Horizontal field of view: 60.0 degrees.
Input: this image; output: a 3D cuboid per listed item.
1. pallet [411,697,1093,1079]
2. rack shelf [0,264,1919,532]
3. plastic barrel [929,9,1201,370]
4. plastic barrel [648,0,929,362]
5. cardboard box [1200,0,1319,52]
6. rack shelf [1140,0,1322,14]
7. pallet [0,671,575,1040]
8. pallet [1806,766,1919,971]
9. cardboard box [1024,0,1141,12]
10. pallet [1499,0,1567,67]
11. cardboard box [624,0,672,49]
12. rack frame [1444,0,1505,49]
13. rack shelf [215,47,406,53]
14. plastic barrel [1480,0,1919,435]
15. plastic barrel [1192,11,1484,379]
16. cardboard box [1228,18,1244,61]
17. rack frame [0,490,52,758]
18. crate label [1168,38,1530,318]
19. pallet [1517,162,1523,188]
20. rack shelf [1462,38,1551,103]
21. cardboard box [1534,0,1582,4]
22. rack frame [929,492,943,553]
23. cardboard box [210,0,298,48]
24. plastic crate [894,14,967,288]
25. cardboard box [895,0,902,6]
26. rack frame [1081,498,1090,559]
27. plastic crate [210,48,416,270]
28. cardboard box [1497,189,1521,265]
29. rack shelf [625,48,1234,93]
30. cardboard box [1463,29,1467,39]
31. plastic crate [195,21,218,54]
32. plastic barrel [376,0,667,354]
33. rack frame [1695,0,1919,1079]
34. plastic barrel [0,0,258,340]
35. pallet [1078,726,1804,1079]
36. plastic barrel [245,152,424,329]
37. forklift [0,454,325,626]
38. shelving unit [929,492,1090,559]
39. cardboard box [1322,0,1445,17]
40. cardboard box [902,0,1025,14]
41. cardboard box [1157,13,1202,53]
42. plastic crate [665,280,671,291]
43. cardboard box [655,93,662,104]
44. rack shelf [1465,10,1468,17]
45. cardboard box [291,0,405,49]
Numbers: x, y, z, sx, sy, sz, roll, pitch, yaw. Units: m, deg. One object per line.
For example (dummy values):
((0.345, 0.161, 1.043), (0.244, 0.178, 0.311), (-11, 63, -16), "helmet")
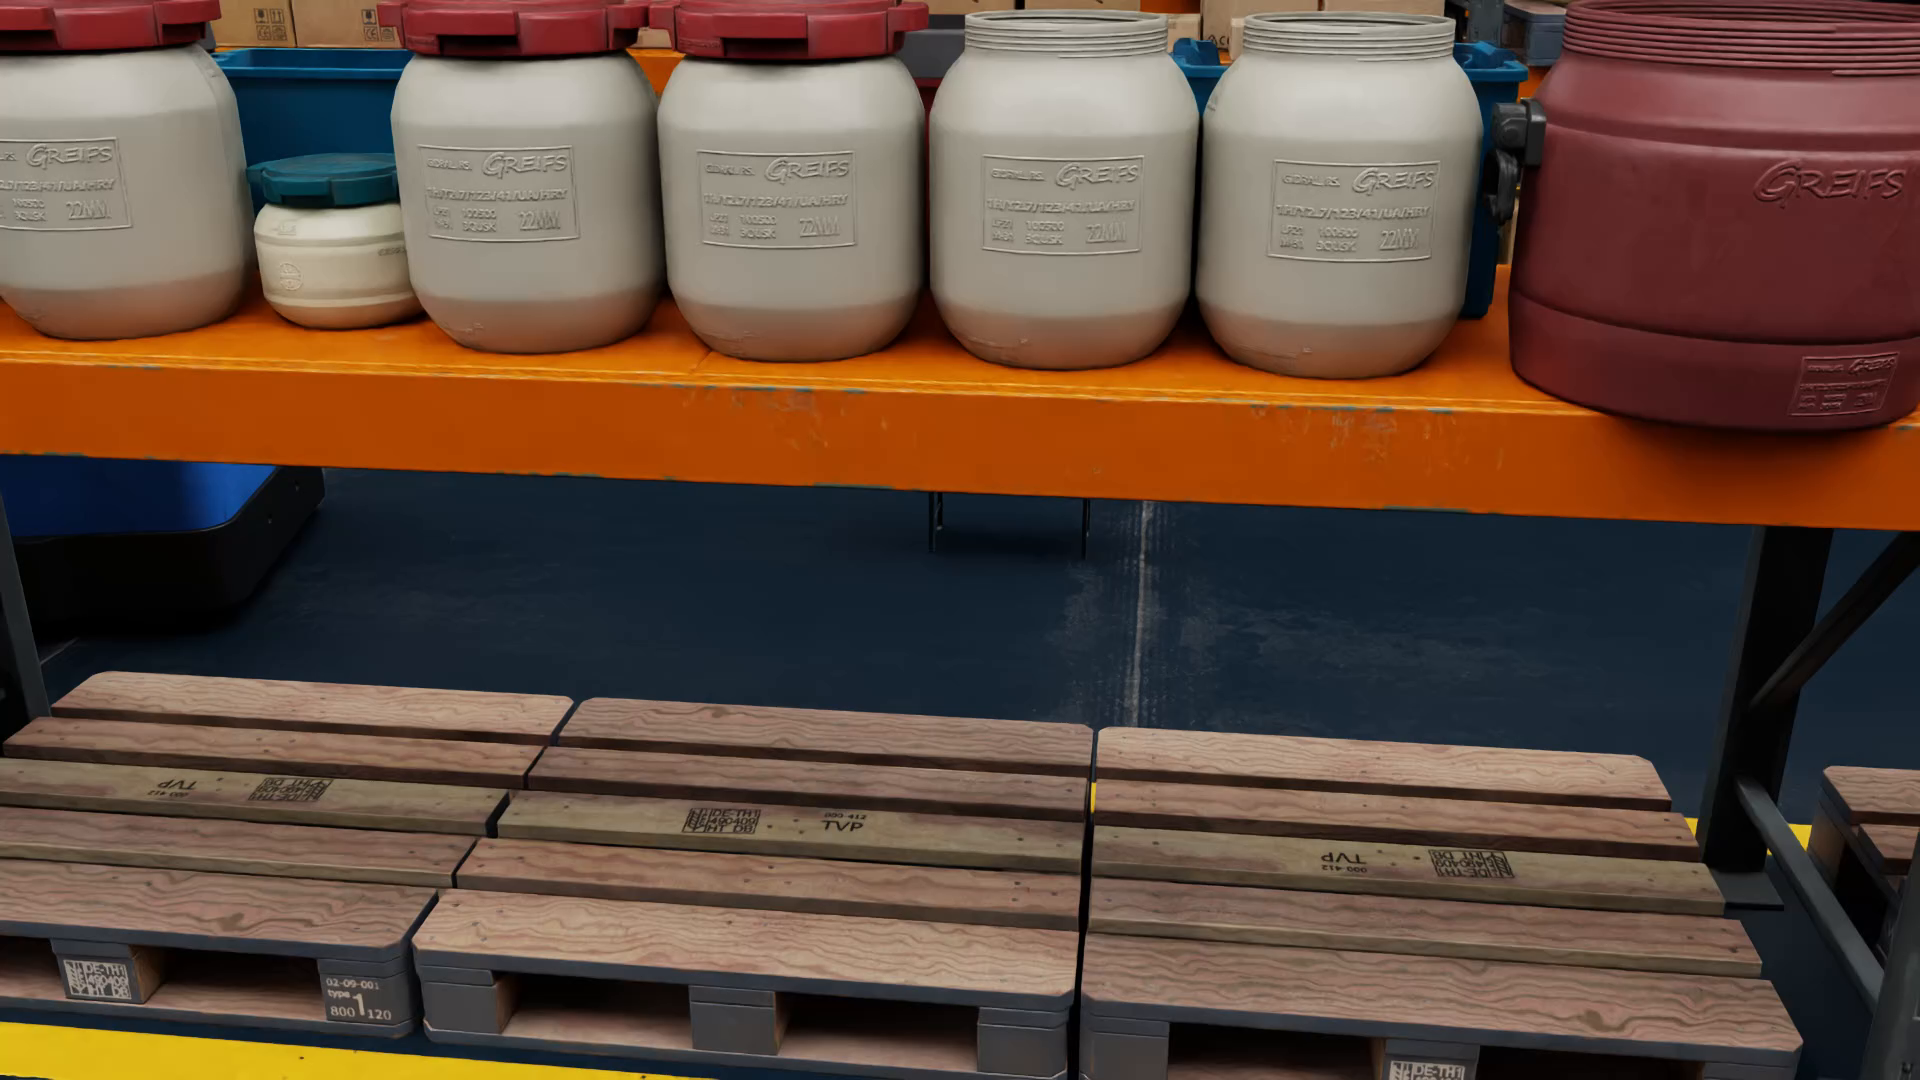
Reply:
((-0.347, 0.676, 3.443), (1.213, 0.211, 1.003), (2, 22, 6), "pallet")
((-0.360, -0.272, 3.025), (4.000, 0.370, 1.077), (2, 22, 6), "rack shelf")
((0.161, -0.556, 2.615), (0.421, 0.512, 0.421), (0, 22, 0), "plastic barrel")
((-0.264, -0.584, 2.652), (0.433, 0.535, 0.433), (0, 22, 0), "plastic barrel")
((1.347, -2.396, 7.541), (0.500, 0.311, 0.500), (2, 22, 6), "cardboard box")
((0.806, -3.889, 12.175), (4.000, 0.370, 1.077), (2, 22, 6), "rack shelf")
((-1.562, 0.624, 3.575), (1.213, 0.211, 1.003), (2, 22, 6), "pallet")
((2.414, 0.796, 3.139), (1.213, 0.211, 1.003), (2, 22, 6), "pallet")
((0.544, -2.441, 7.398), (0.500, 0.500, 0.500), (1, 22, 3), "cardboard box")
((2.894, -2.235, 7.274), (1.003, 0.211, 1.213), (2, 22, 6), "pallet")
((-1.266, -2.426, 7.700), (0.500, 0.250, 0.500), (4, 22, 10), "cardboard box")
((2.213, -2.328, 7.248), (0.127, 3.000, 1.000), (2, 22, 6), "rack frame")
((-3.746, -2.253, 8.037), (4.000, 0.370, 1.077), (2, 22, 6), "rack shelf")
((1.129, -0.492, 2.420), (0.708, 0.536, 0.600), (2, 22, 6), "plastic barrel")
((0.579, -0.538, 2.569), (0.421, 0.512, 0.421), (0, 22, 0), "plastic barrel")
((1.287, -2.149, 7.138), (0.250, 0.149, 0.380), (2, 22, 6), "cardboard box")
((-2.346, -0.693, 3.112), (0.127, 3.000, 1.000), (2, 22, 6), "rack frame")
((0.671, -0.678, 3.026), (0.616, 0.435, 0.502), (2, 22, 6), "crate label")
((3.566, -2.778, 12.180), (1.213, 0.211, 1.003), (2, 22, 6), "pallet")
((4.199, -1.907, 7.162), (4.000, 0.370, 1.077), (2, 22, 6), "rack shelf")
((2.851, -2.584, 7.188), (0.500, 0.500, 0.700), (-5, 22, -12), "cardboard box")
((-0.078, -0.561, 5.228), (0.015, 1.200, 0.240), (2, 22, 6), "rack frame")
((-3.223, -2.608, 7.821), (0.500, 0.500, 0.700), (3, 22, 7), "cardboard box")
((0.057, -0.731, 3.122), (0.583, 0.464, 0.402), (2, 22, 6), "plastic crate")
((-0.476, -2.486, 7.511), (0.500, 0.500, 0.500), (4, 22, 10), "cardboard box")
((0.407, -0.540, 5.174), (0.015, 1.200, 0.240), (2, 22, 6), "rack frame")
((-1.214, -0.751, 3.281), (0.575, 0.384, 0.392), (2, 22, 6), "plastic crate")
((2.631, -1.246, 7.313), (0.500, 0.500, 0.500), (3, 22, 9), "cardboard box")
((0.226, -2.080, 7.599), (4.000, 0.370, 1.077), (2, 22, 6), "rack shelf")
((3.507, -3.253, 11.940), (0.750, 0.750, 0.750), (2, 22, 6), "cardboard box")
((-1.829, -0.813, 3.330), (0.583, 0.464, 0.402), (2, 22, 6), "plastic crate")
((-0.693, -0.603, 2.699), (0.433, 0.535, 0.433), (0, 22, 0), "plastic barrel")
((1.626, -0.520, 2.674), (0.127, 3.000, 1.000), (2, 22, 6), "rack frame")
((-1.422, -0.634, 2.780), (0.433, 0.535, 0.433), (0, 22, 0), "plastic barrel")
((0.861, 0.729, 3.308), (1.213, 0.211, 1.003), (2, 22, 6), "pallet")
((-1.050, -0.515, 2.851), (0.301, 0.262, 0.301), (0, 22, 0), "plastic barrel")
((-3.614, -1.237, 4.582), (3.031, 2.935, 1.130), (-2, 22, -5), "forklift")
((0.164, -0.551, 5.201), (0.503, 1.200, 0.258), (2, 22, 6), "shelving unit")
((1.856, -2.318, 7.345), (0.500, 0.311, 0.500), (4, 22, 10), "cardboard box")
((0.022, -2.464, 7.456), (0.500, 0.500, 0.500), (3, 22, 6), "cardboard box")
((0.940, -2.246, 7.382), (0.250, 0.149, 0.380), (4, 22, 10), "cardboard box")
((-0.584, -0.622, 3.221), (0.662, 0.188, 0.450), (2, 22, 6), "plastic crate")
((-2.216, -3.382, 12.716), (0.500, 0.500, 0.500), (1, 22, 2), "cardboard box")
((4.778, -3.716, 11.737), (4.000, 0.370, 1.077), (2, 22, 6), "rack shelf")
((-2.726, -2.585, 7.762), (0.500, 0.500, 0.700), (2, 22, 6), "cardboard box")
